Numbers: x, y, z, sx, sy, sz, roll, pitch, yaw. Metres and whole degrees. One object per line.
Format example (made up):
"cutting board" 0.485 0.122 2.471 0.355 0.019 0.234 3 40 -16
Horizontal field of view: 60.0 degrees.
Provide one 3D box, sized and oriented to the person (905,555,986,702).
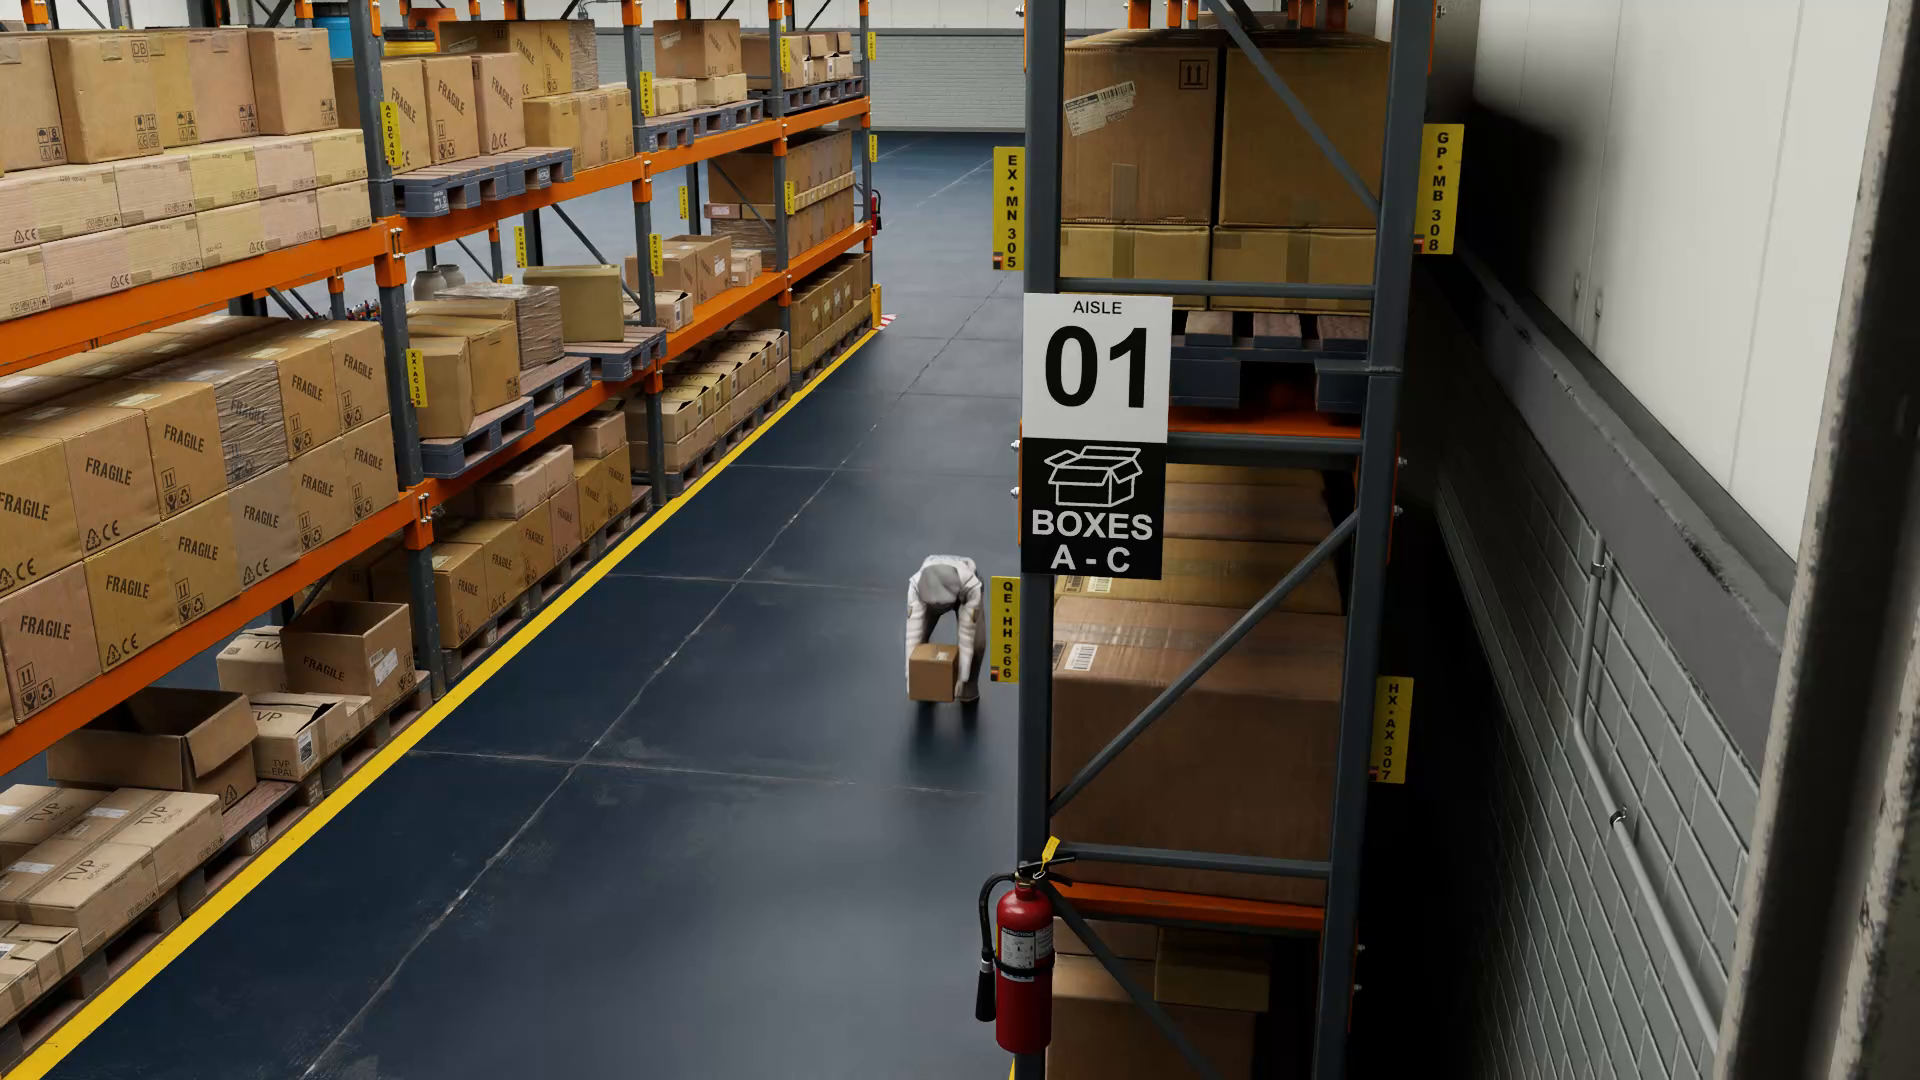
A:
"person" -0.082 0.506 9.615 0.468 0.978 0.912 2 18 6
